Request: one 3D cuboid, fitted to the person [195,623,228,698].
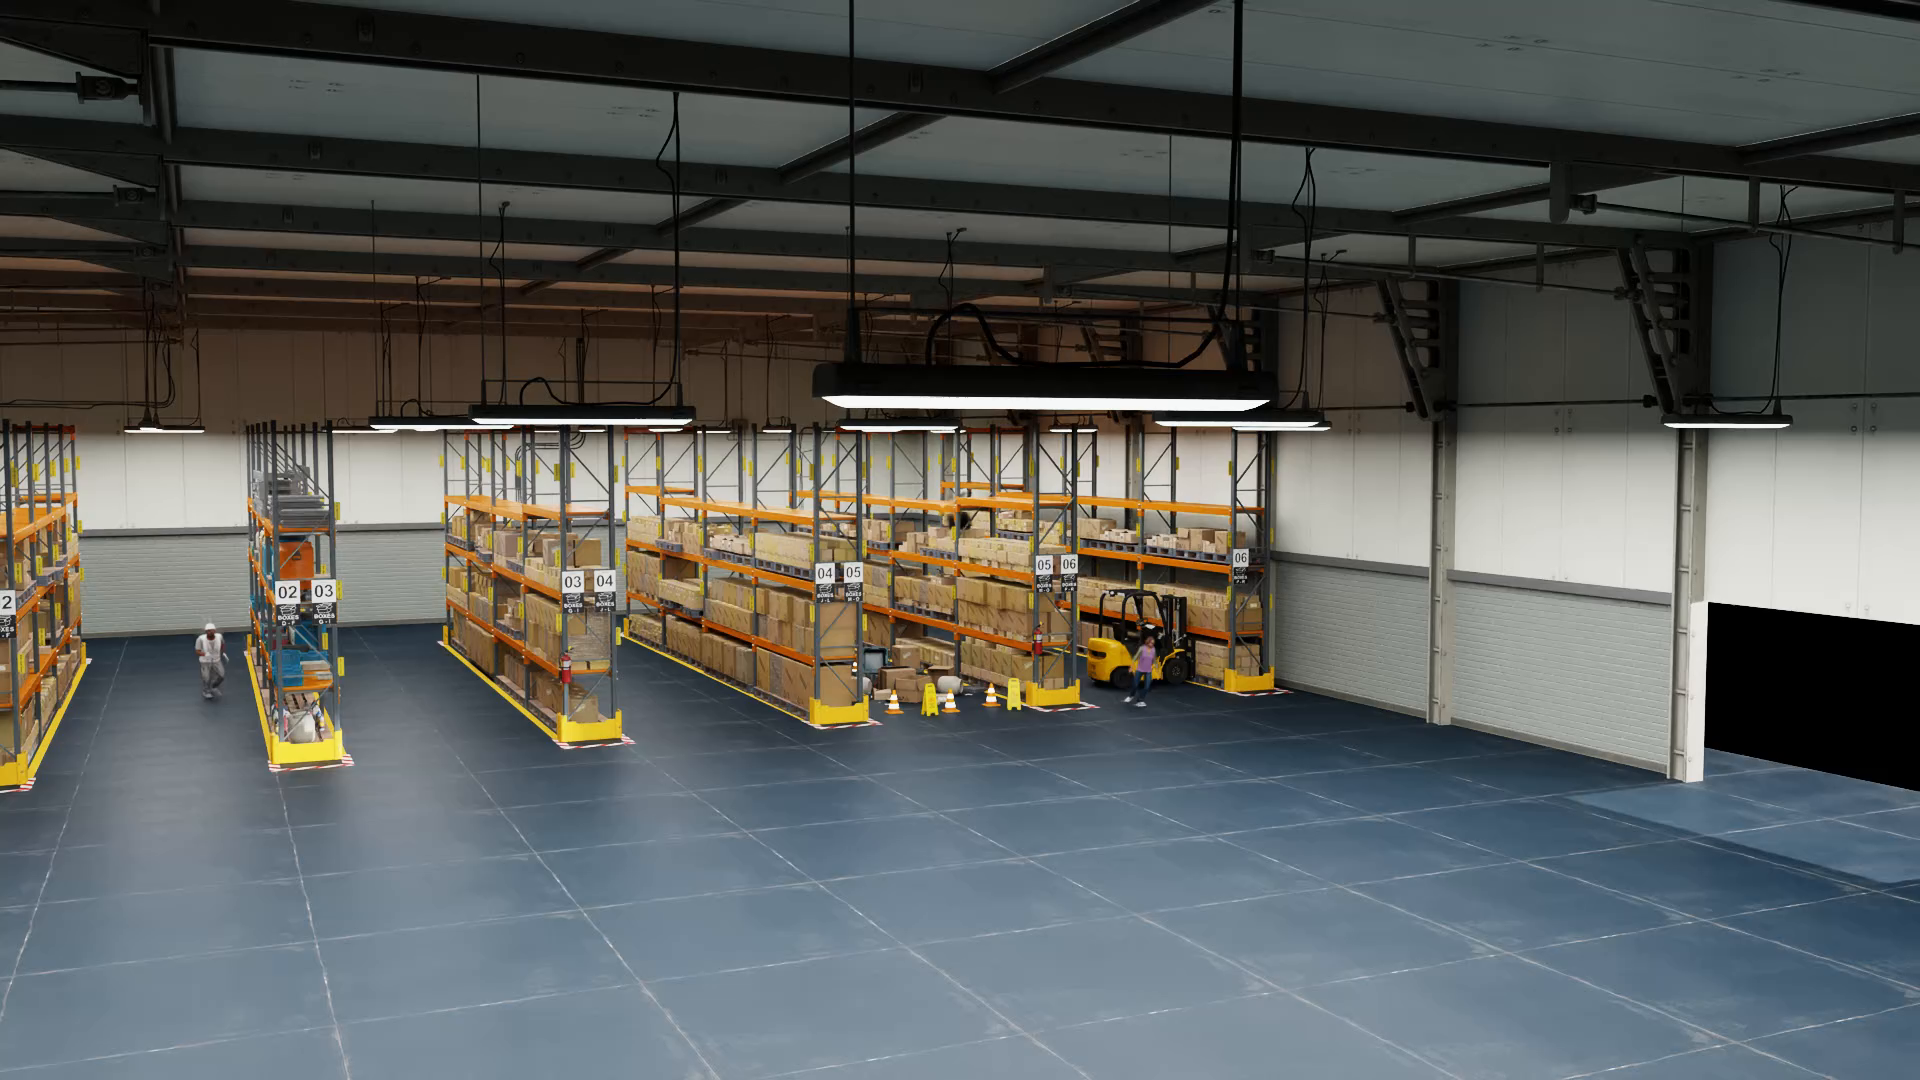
[{"bbox_3d":[-16.230,2.630,36.091,0.712,1.674,0.829,-3,5,-40],"label":"person"}]

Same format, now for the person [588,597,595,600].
[{"bbox_3d":[-10.099,2.050,45.599,0.702,1.693,0.806,-1,4,-21],"label":"person"}]

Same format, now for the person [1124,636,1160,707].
[{"bbox_3d":[3.853,2.770,35.086,0.683,1.506,0.575,-1,4,-12],"label":"person"}]
